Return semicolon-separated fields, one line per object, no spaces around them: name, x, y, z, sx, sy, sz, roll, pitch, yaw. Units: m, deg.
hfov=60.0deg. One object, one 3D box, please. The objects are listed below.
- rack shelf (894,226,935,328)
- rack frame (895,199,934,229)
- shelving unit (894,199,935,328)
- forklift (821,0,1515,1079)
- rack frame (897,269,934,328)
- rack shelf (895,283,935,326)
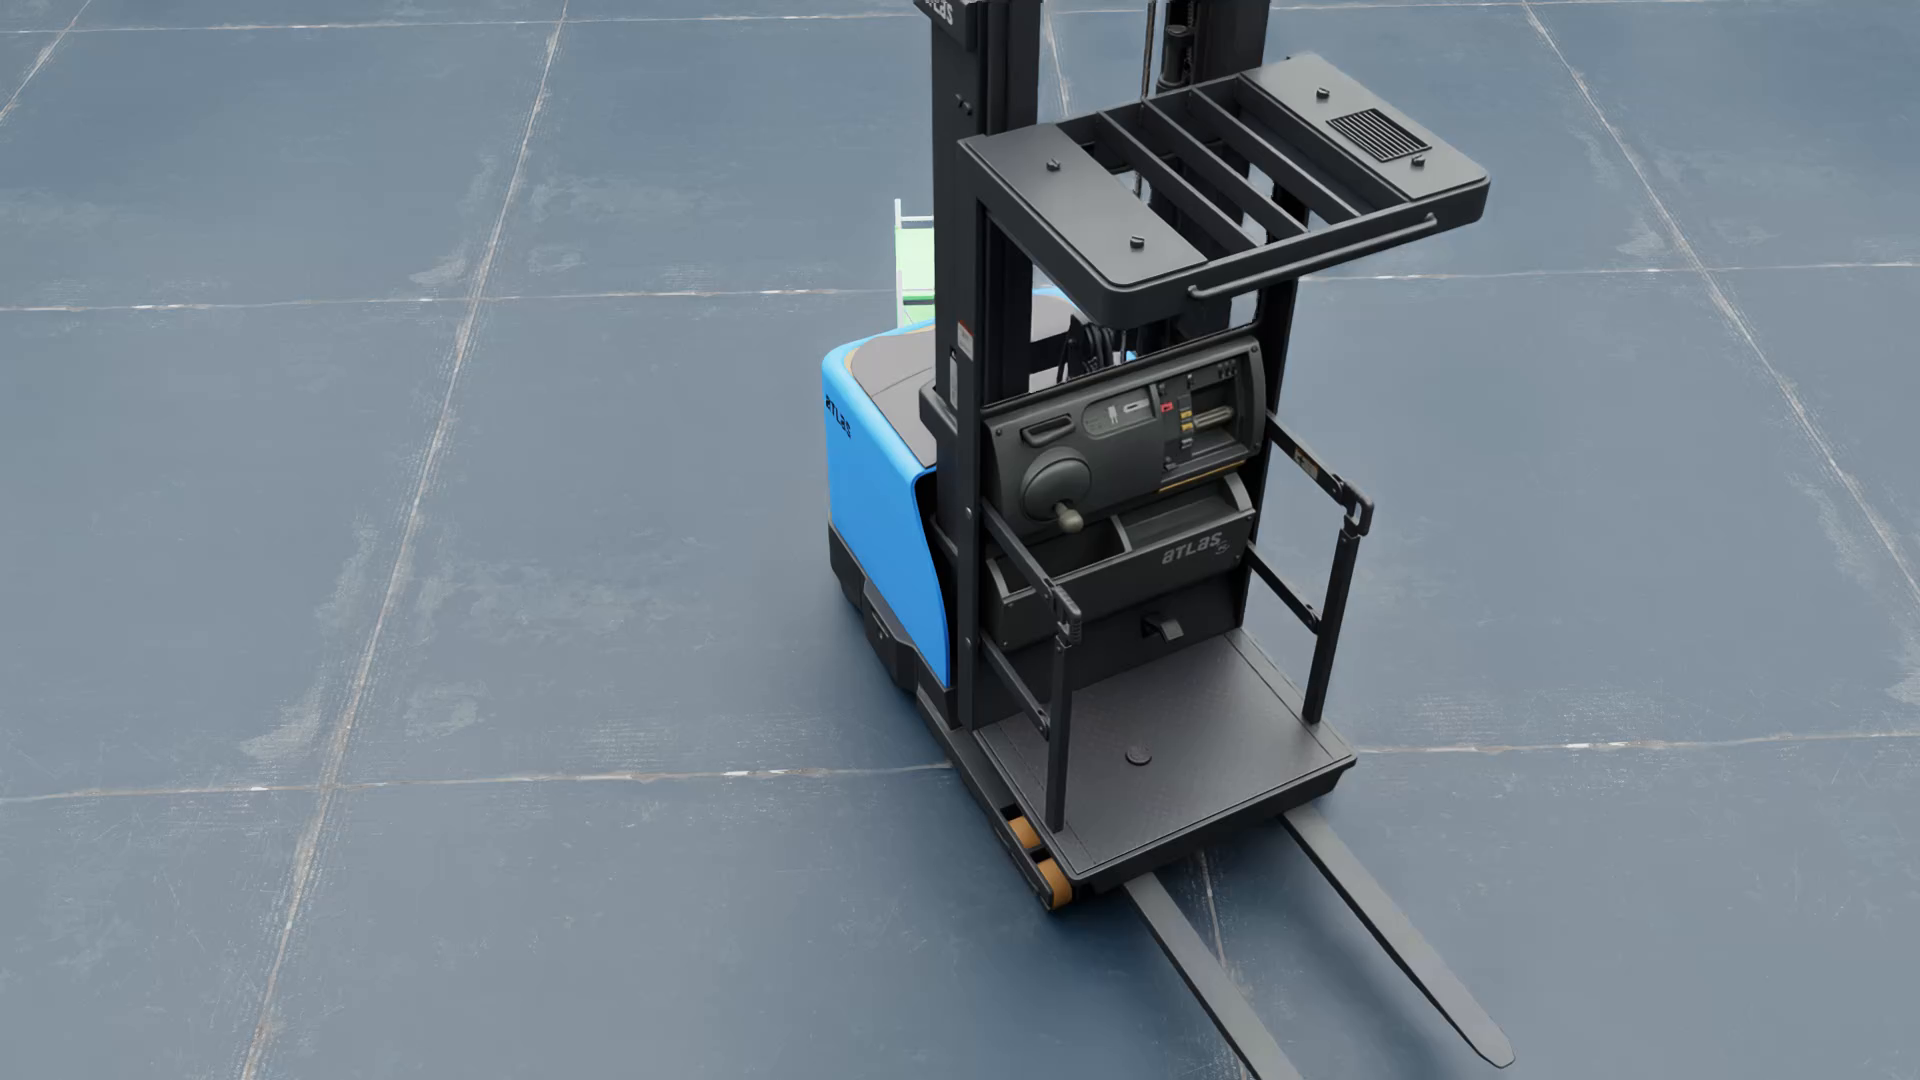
rack shelf;-0.120;-1.011;6.349;0.258;0.148;0.480;-2;43;-2
rack frame;-0.130;-0.869;6.810;0.240;1.200;0.015;-2;43;-2
shelving unit;-0.120;-0.704;6.630;0.258;1.200;0.503;-2;43;-2
forklift;0.613;-0.226;4.827;1.130;2.935;3.031;-19;46;-20
rack frame;-0.111;-0.539;6.450;0.240;1.200;0.015;-2;43;-2
rack shelf;-0.120;-0.834;6.511;0.258;0.148;0.480;-2;43;-2
